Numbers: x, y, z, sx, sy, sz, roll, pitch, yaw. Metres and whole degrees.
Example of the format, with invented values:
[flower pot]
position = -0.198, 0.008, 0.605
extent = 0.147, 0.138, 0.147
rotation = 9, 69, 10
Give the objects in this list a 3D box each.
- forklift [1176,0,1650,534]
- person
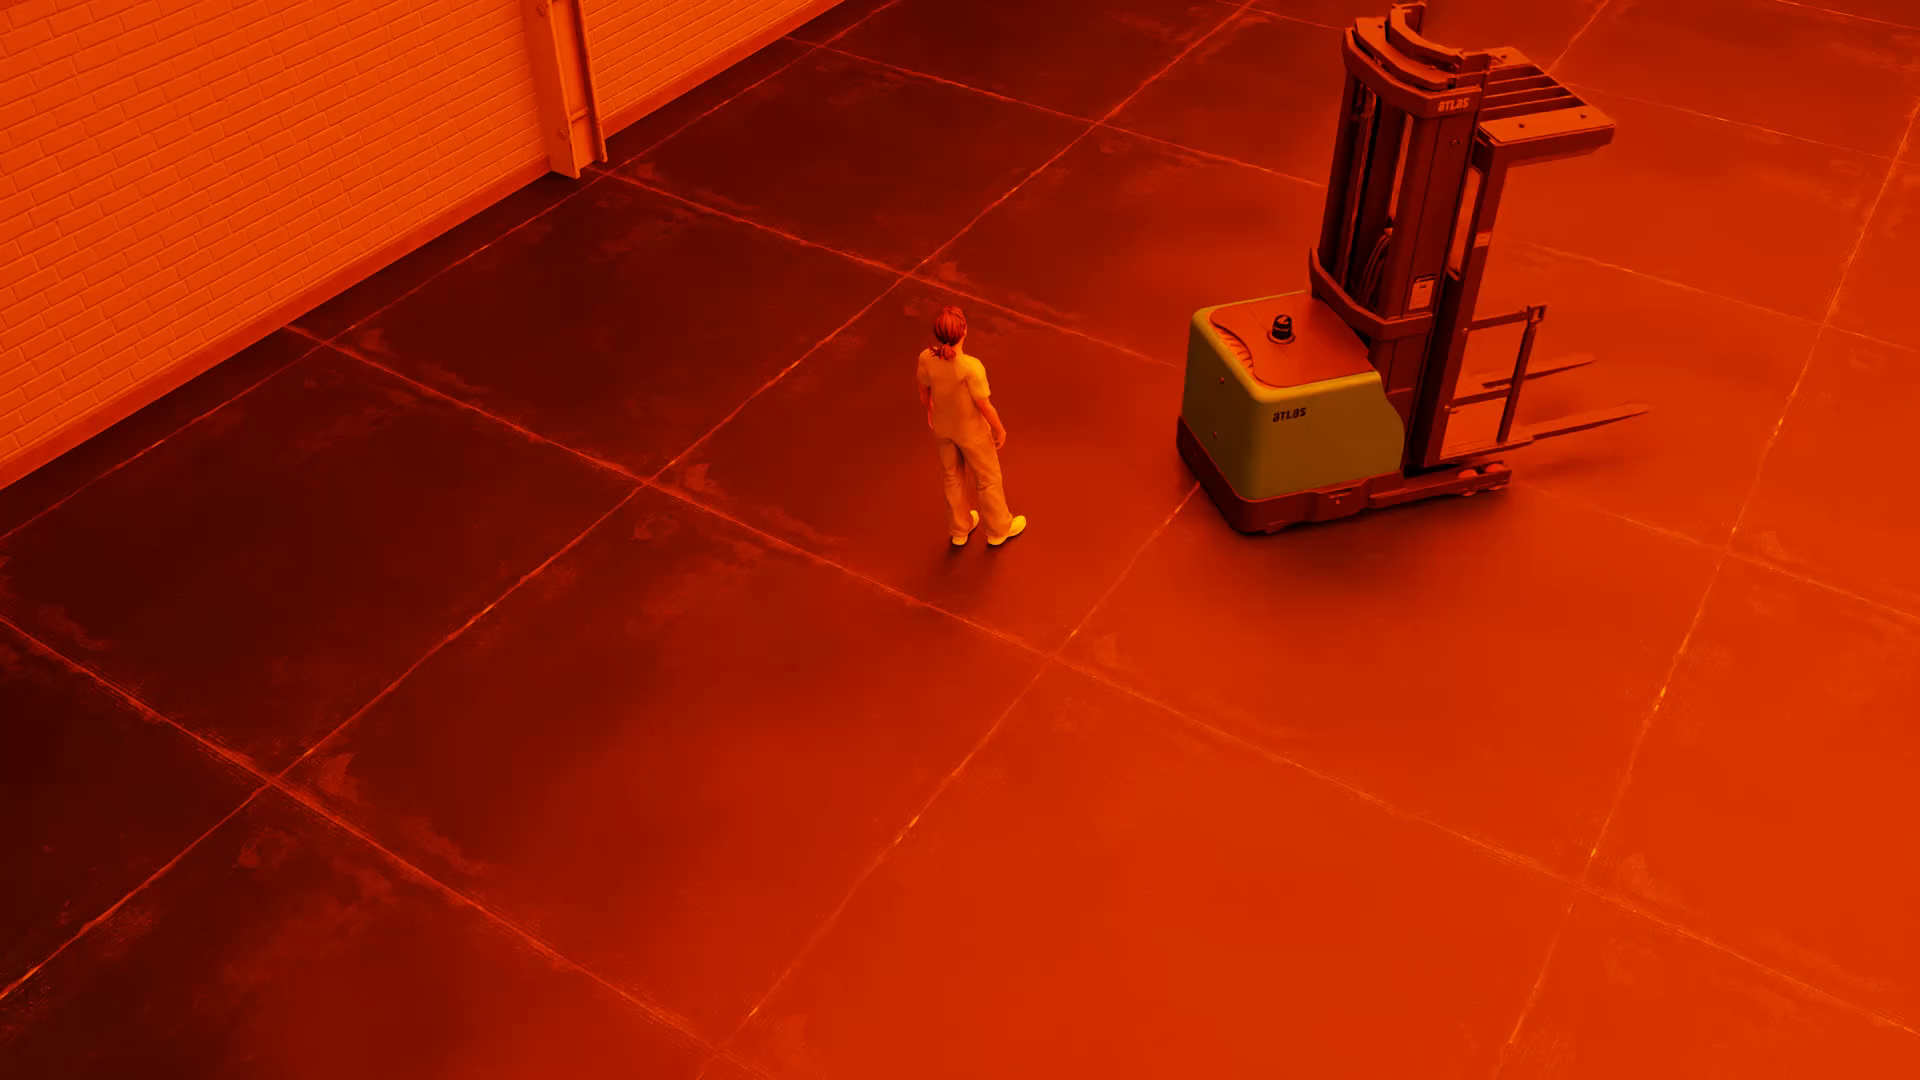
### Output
[forklift]
position = 2.986, -1.715, 9.991
extent = 3.031, 2.935, 1.130
rotation = -12, 42, -13
[person]
position = 0.050, -0.680, 9.730
extent = 0.550, 1.675, 0.549
rotation = 22, 45, 24
